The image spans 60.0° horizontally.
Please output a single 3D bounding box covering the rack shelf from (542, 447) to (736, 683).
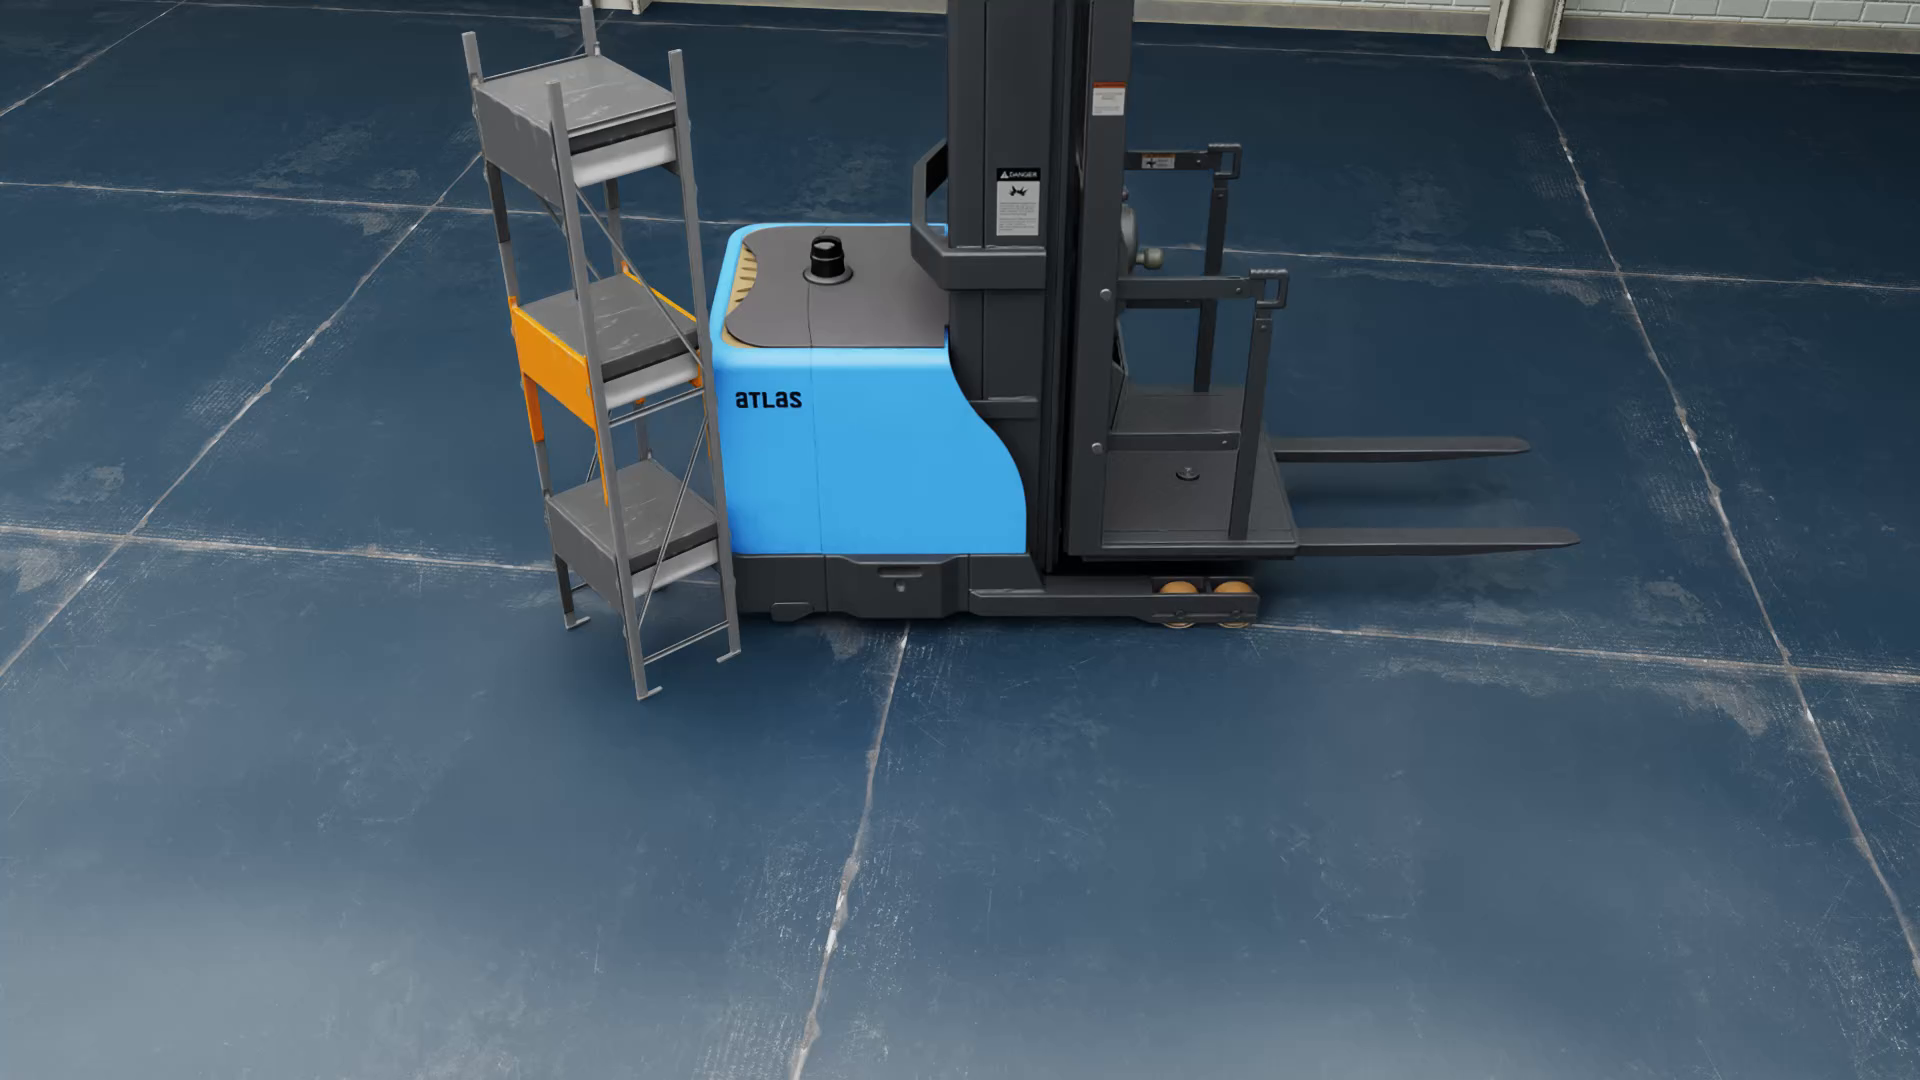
[{"bbox_3d":[-1.064,0.075,5.566,0.431,0.518,0.480,-25,43,-31],"label":"rack shelf"}]

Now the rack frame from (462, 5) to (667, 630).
[{"bbox_3d":[-1.219,-0.615,5.305,0.400,2.100,0.015,-25,43,-31],"label":"rack frame"}]

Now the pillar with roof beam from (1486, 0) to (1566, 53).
[{"bbox_3d":[3.069,-4.389,4.653,0.400,9.000,9.100,4,36,6],"label":"pillar with roof beam"}]

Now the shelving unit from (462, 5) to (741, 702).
[{"bbox_3d":[-1.064,-0.506,5.151,0.431,2.100,0.503,-25,43,-31],"label":"shelving unit"}]

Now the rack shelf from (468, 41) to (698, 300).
[{"bbox_3d":[-1.064,-1.064,4.752,0.431,0.518,0.480,-25,43,-31],"label":"rack shelf"}]

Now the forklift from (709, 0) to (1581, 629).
[{"bbox_3d":[0.672,-1.193,5.398,3.031,2.935,1.130,0,36,0],"label":"forklift"}]

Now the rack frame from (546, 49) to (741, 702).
[{"bbox_3d":[-0.910,-0.396,4.997,0.400,2.100,0.015,-25,43,-31],"label":"rack frame"}]

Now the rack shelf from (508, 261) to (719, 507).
[{"bbox_3d":[-1.064,-0.495,5.159,0.431,0.518,0.480,-25,43,-31],"label":"rack shelf"}]
